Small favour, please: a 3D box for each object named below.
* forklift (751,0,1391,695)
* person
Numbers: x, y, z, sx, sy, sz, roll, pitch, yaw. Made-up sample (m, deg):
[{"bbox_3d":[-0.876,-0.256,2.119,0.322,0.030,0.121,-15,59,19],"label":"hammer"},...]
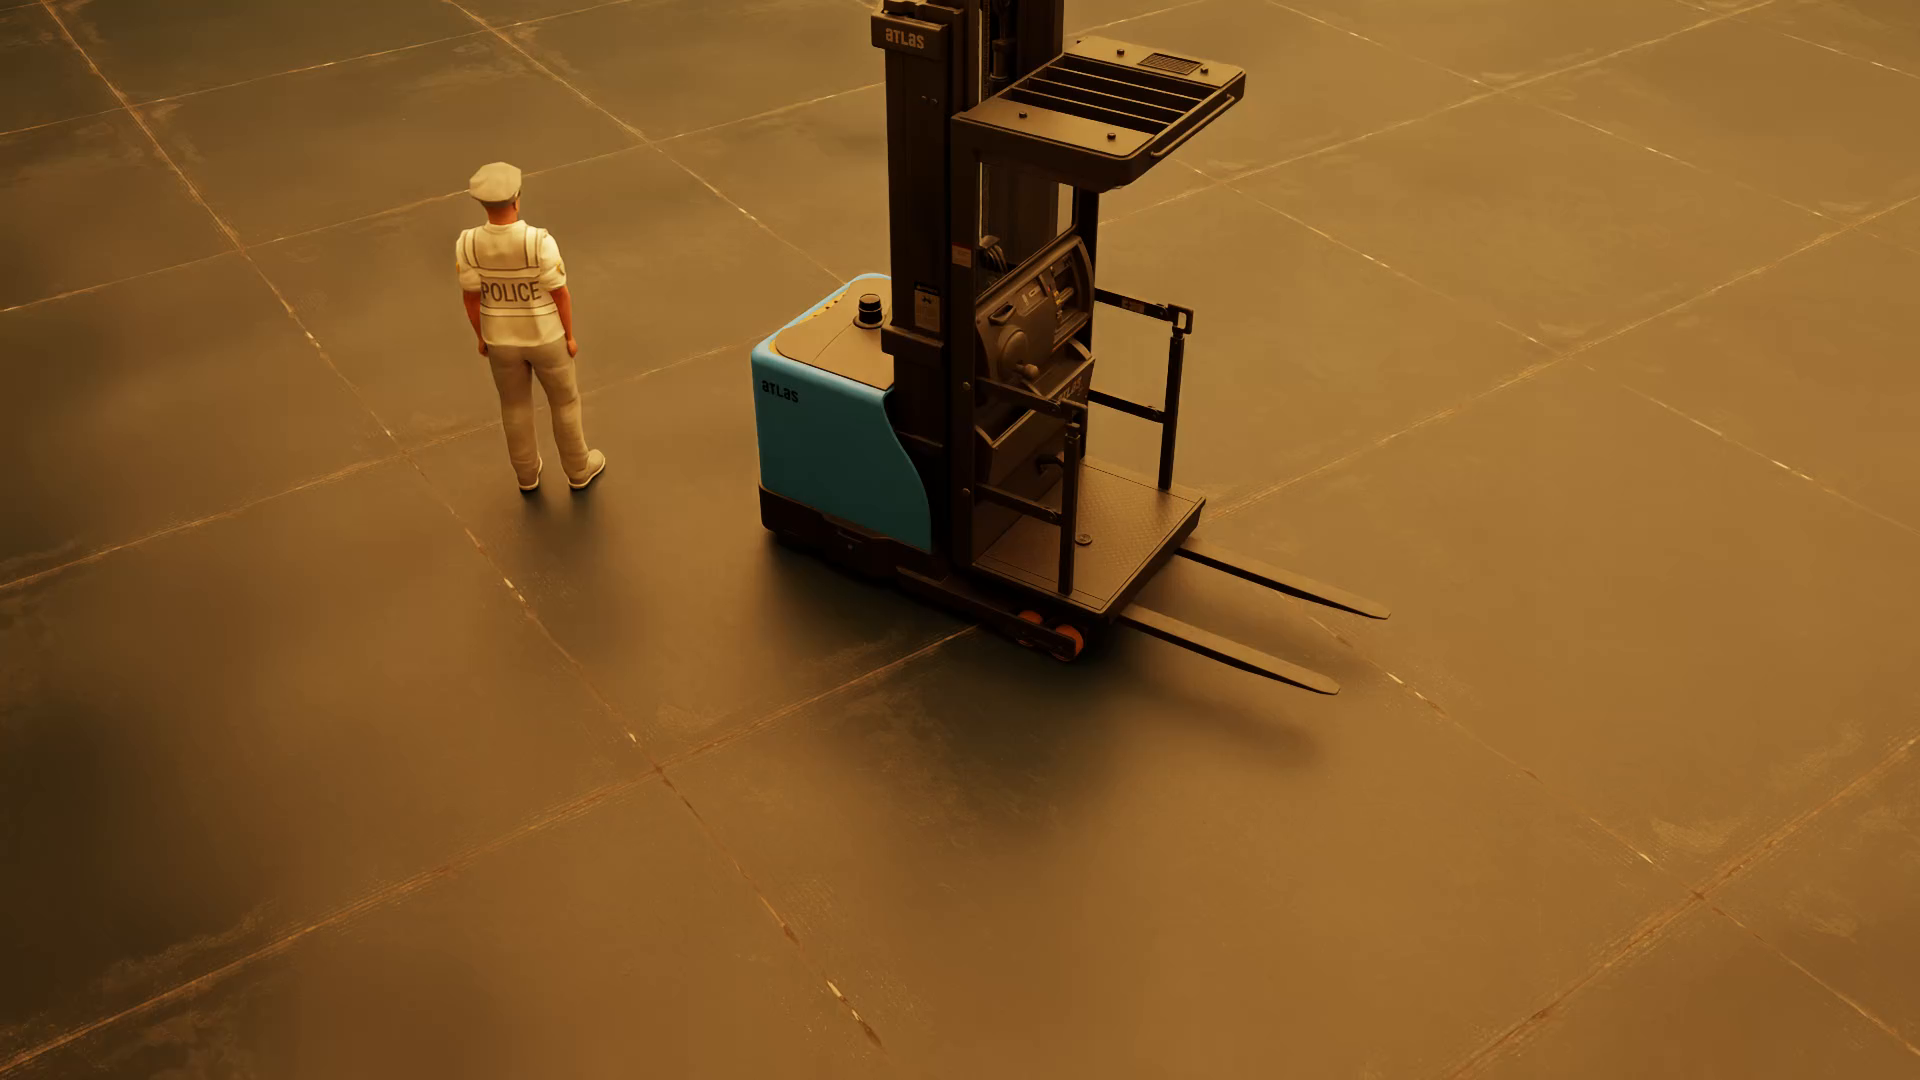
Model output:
[{"bbox_3d":[0.514,-0.985,7.276,3.031,2.935,1.130,21,41,26],"label":"forklift"},{"bbox_3d":[17.661,-0.142,1.035,39.918,9.002,14.010,-1,36,-1],"label":"person"}]
